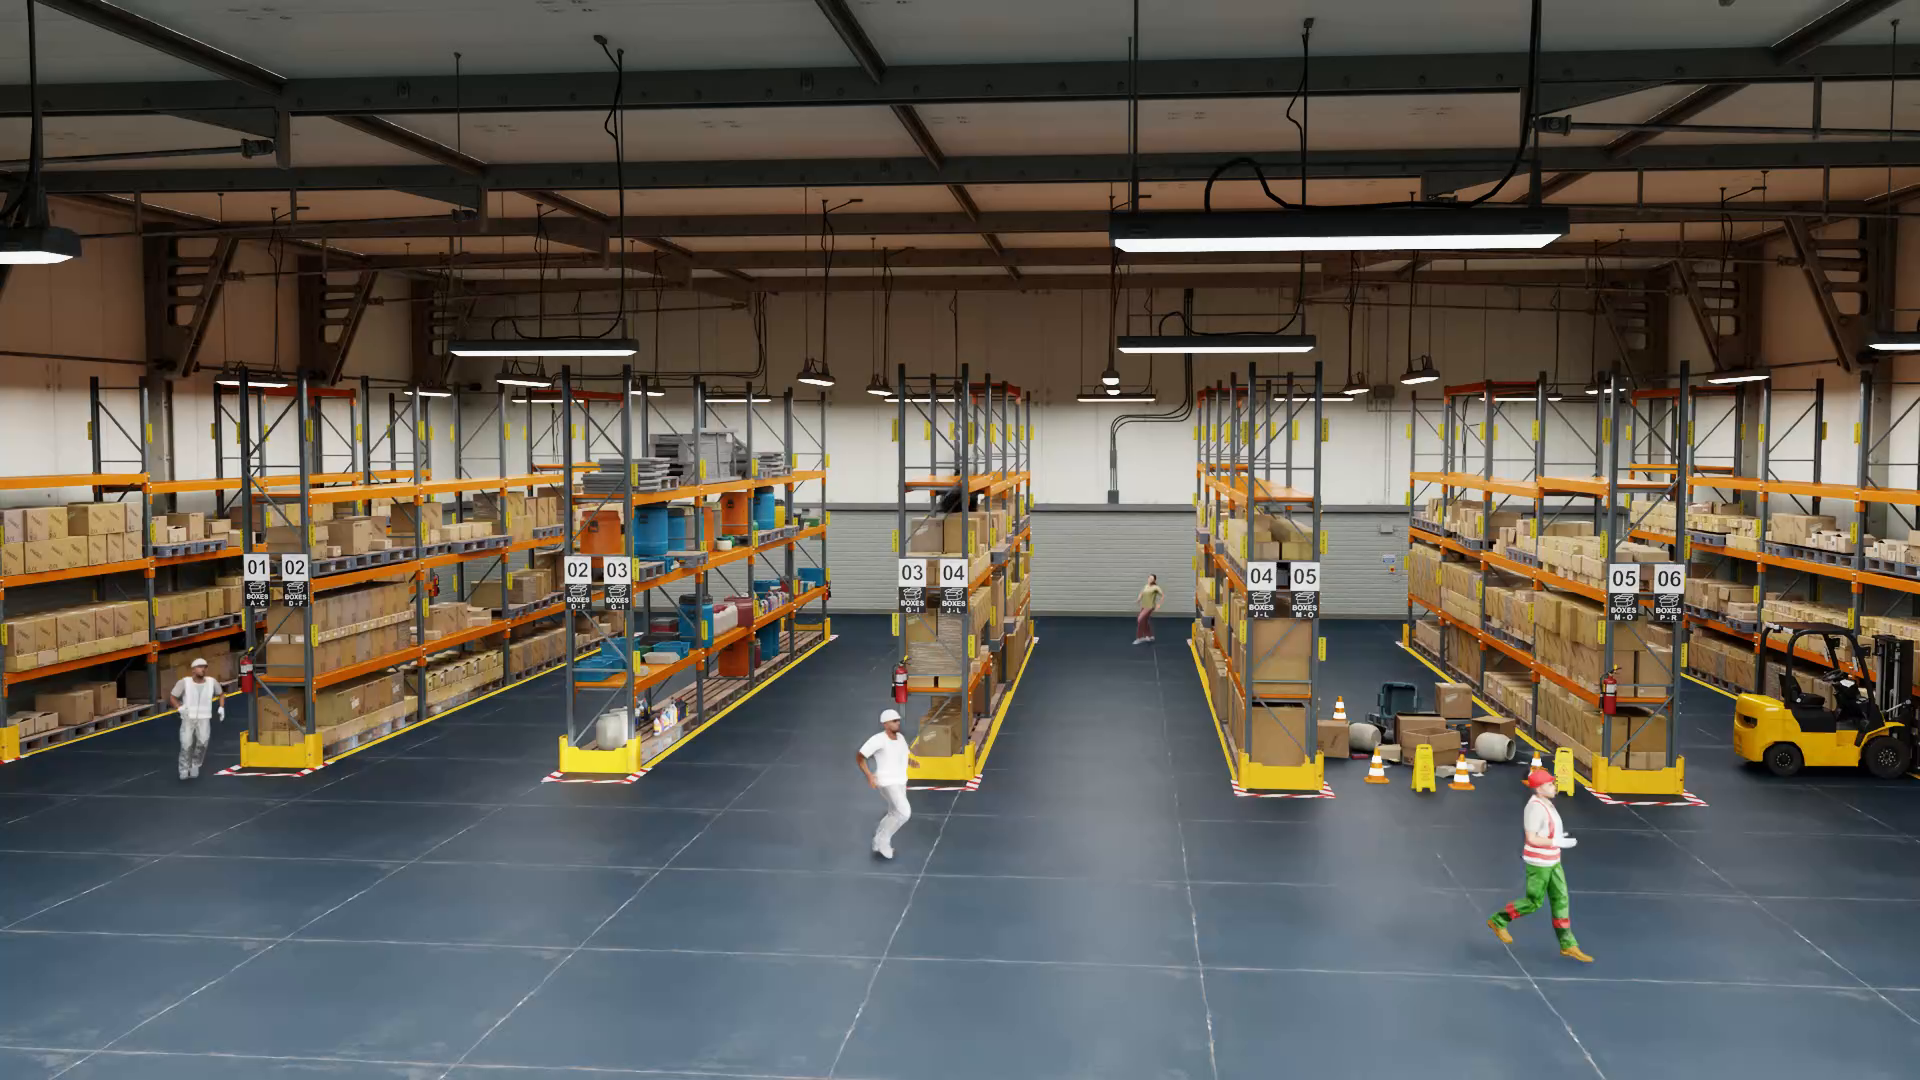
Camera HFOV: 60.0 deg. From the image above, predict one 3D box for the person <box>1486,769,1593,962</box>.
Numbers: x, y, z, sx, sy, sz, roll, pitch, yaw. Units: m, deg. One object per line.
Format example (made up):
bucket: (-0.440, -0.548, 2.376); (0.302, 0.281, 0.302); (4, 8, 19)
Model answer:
person: (5.529, 3.070, 15.826); (0.987, 1.786, 0.656); (3, 5, 37)

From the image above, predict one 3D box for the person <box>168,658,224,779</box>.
person: (-11.009, 2.583, 24.035); (0.760, 1.735, 0.558); (-2, 4, -32)

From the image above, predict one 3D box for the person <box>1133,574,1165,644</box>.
person: (4.469, 1.645, 39.702); (0.705, 1.673, 0.618); (-2, 4, -33)

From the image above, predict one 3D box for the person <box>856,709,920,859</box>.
person: (-0.780, 2.864, 19.543); (0.673, 1.742, 0.676); (2, 4, 32)
